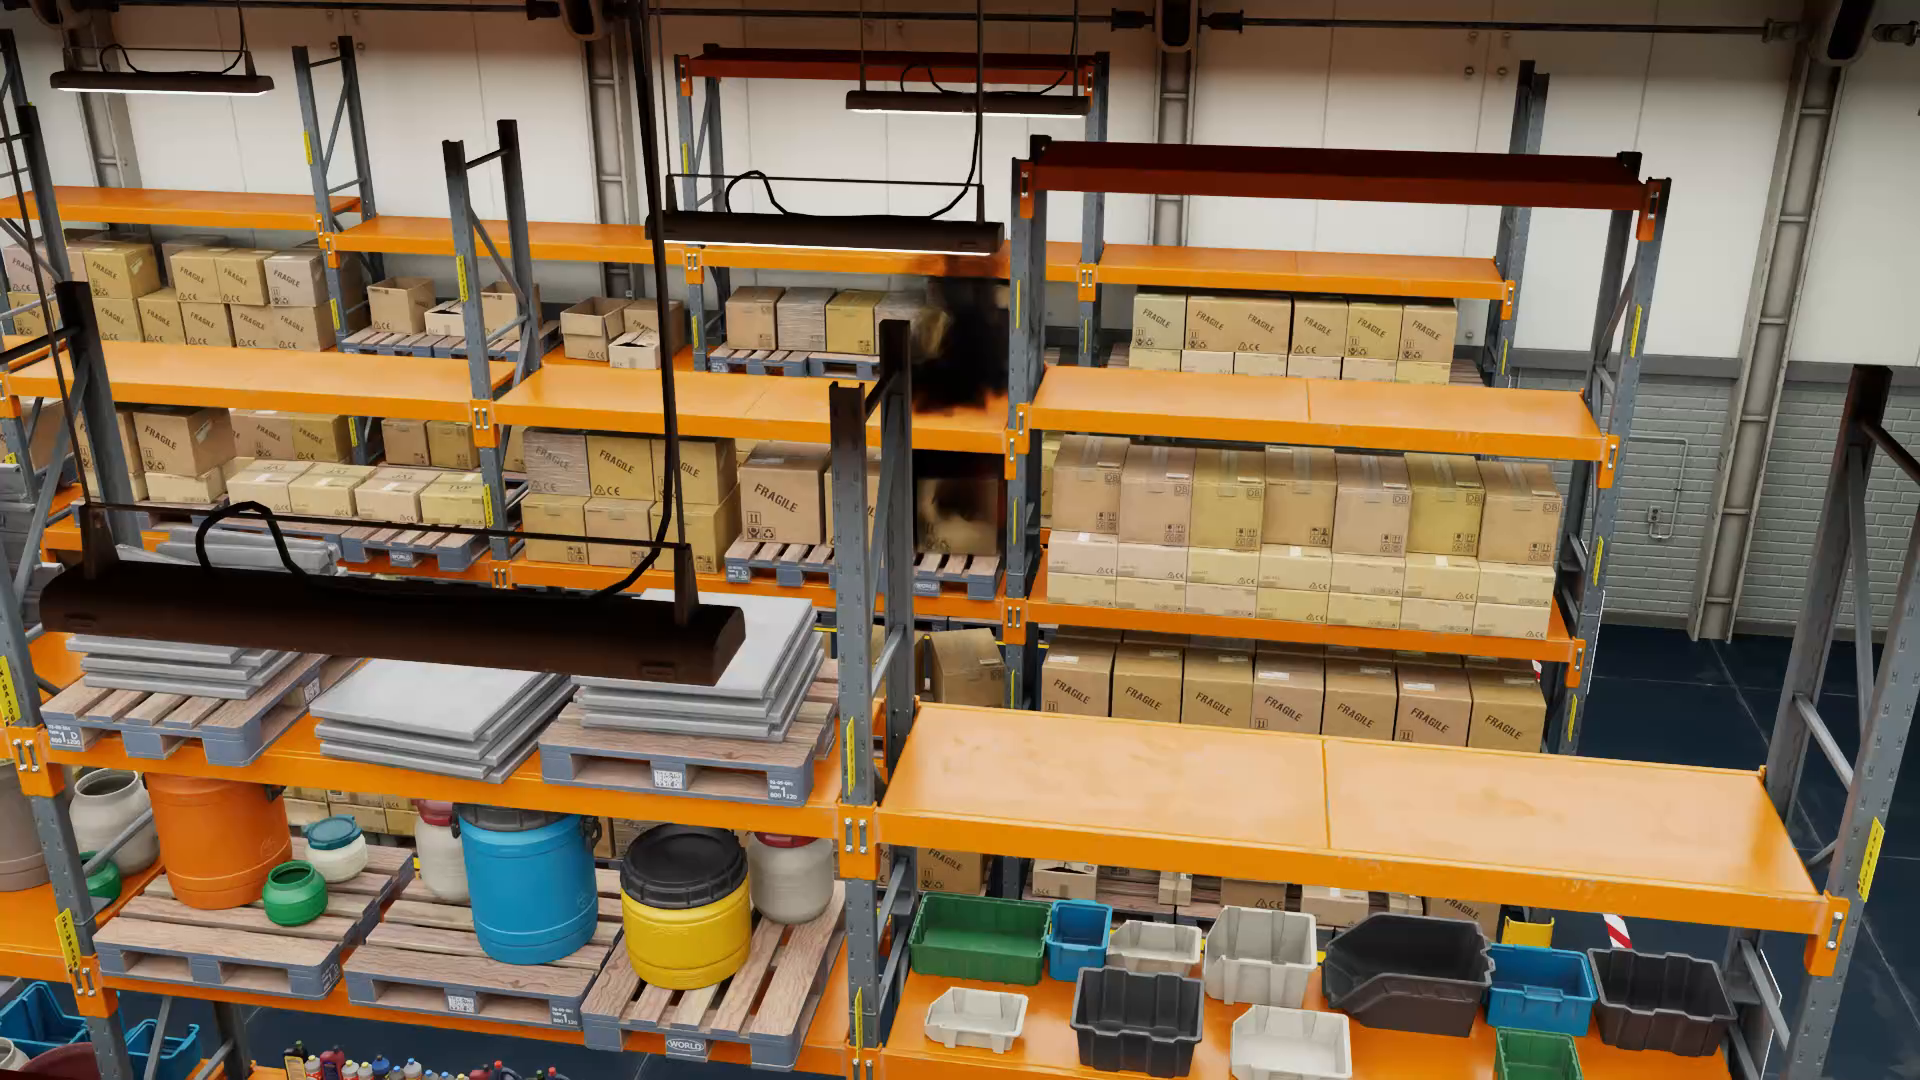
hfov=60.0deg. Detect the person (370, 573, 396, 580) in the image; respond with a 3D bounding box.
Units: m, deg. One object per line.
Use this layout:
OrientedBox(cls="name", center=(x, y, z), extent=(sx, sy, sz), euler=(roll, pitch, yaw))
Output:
OrientedBox(cls="person", center=(-5.604, 0.866, 16.228), extent=(0.698, 1.719, 0.592), euler=(3, 23, 7))
